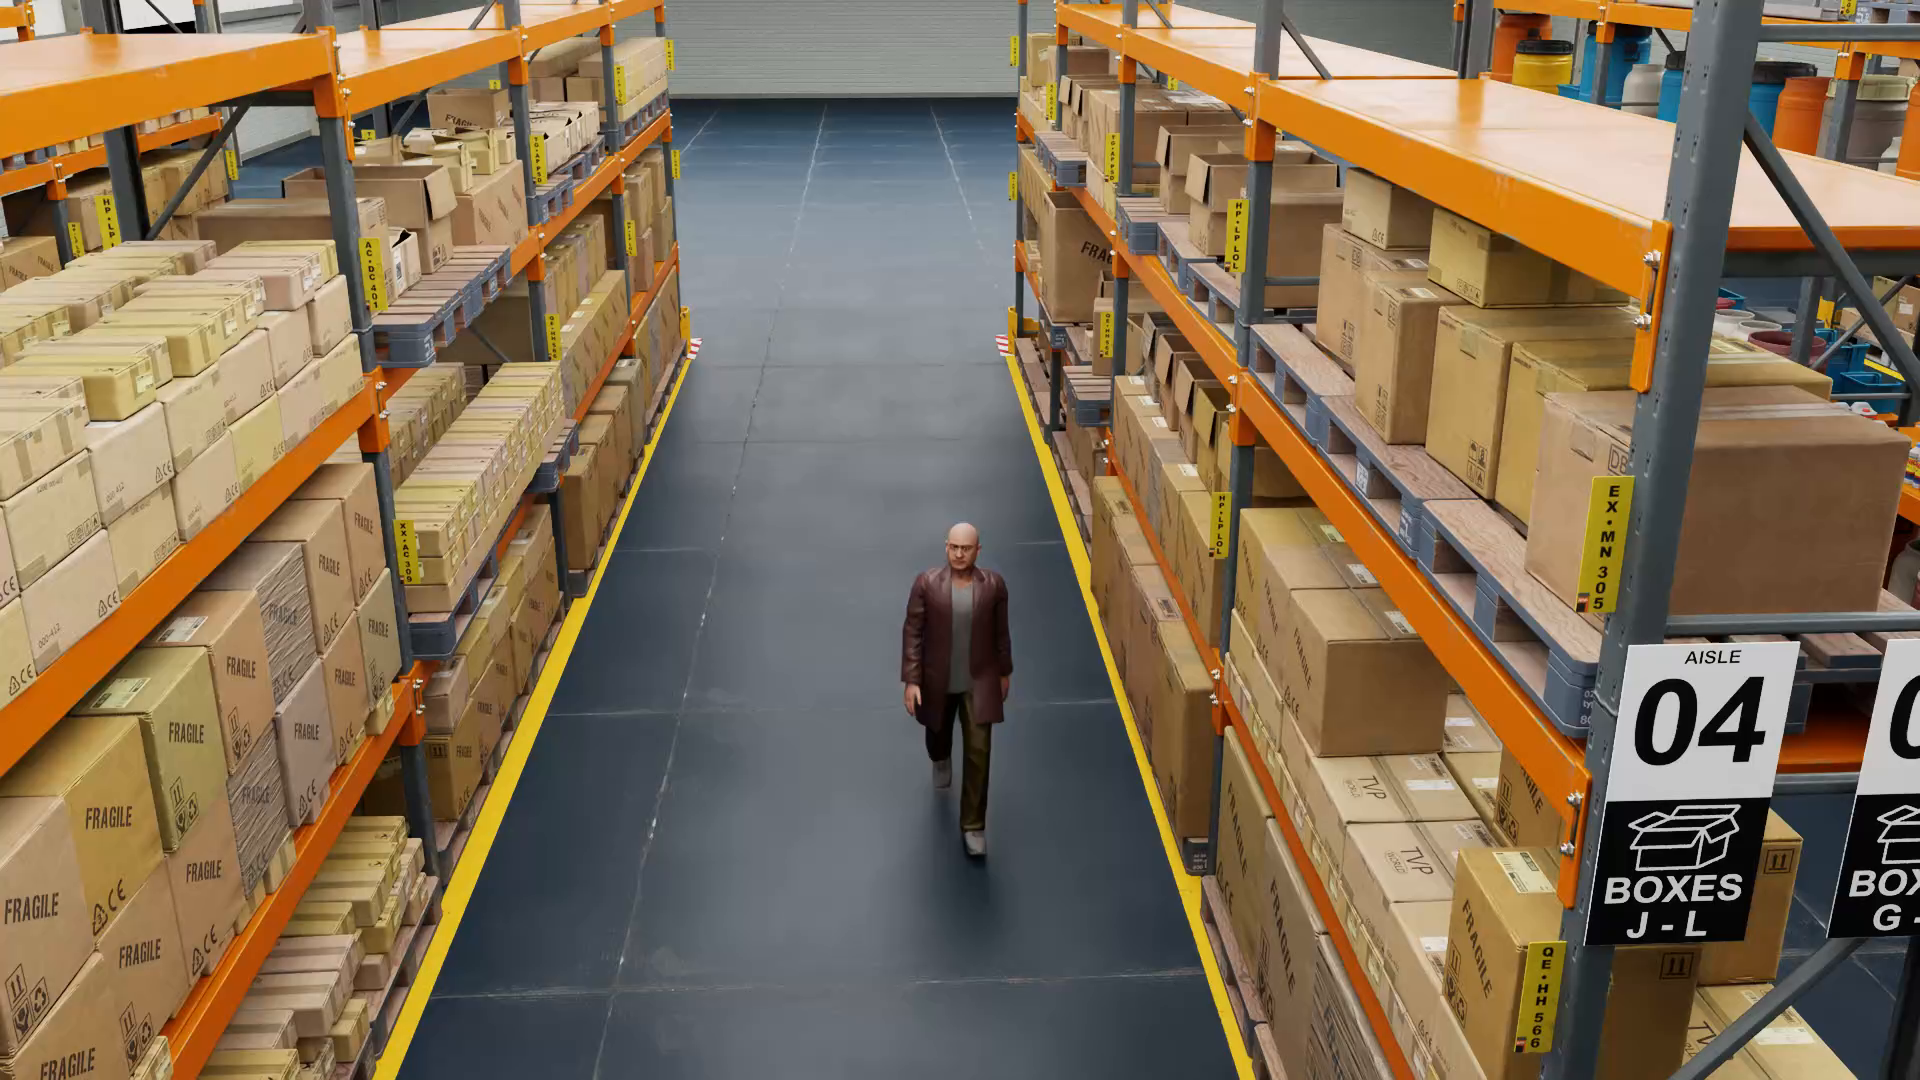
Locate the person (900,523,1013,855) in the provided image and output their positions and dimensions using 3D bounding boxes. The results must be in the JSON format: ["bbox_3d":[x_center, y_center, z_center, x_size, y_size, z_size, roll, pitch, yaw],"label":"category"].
[{"bbox_3d":[-0.015,0.740,9.078,0.613,1.731,1.072,0,20,1],"label":"person"}]
